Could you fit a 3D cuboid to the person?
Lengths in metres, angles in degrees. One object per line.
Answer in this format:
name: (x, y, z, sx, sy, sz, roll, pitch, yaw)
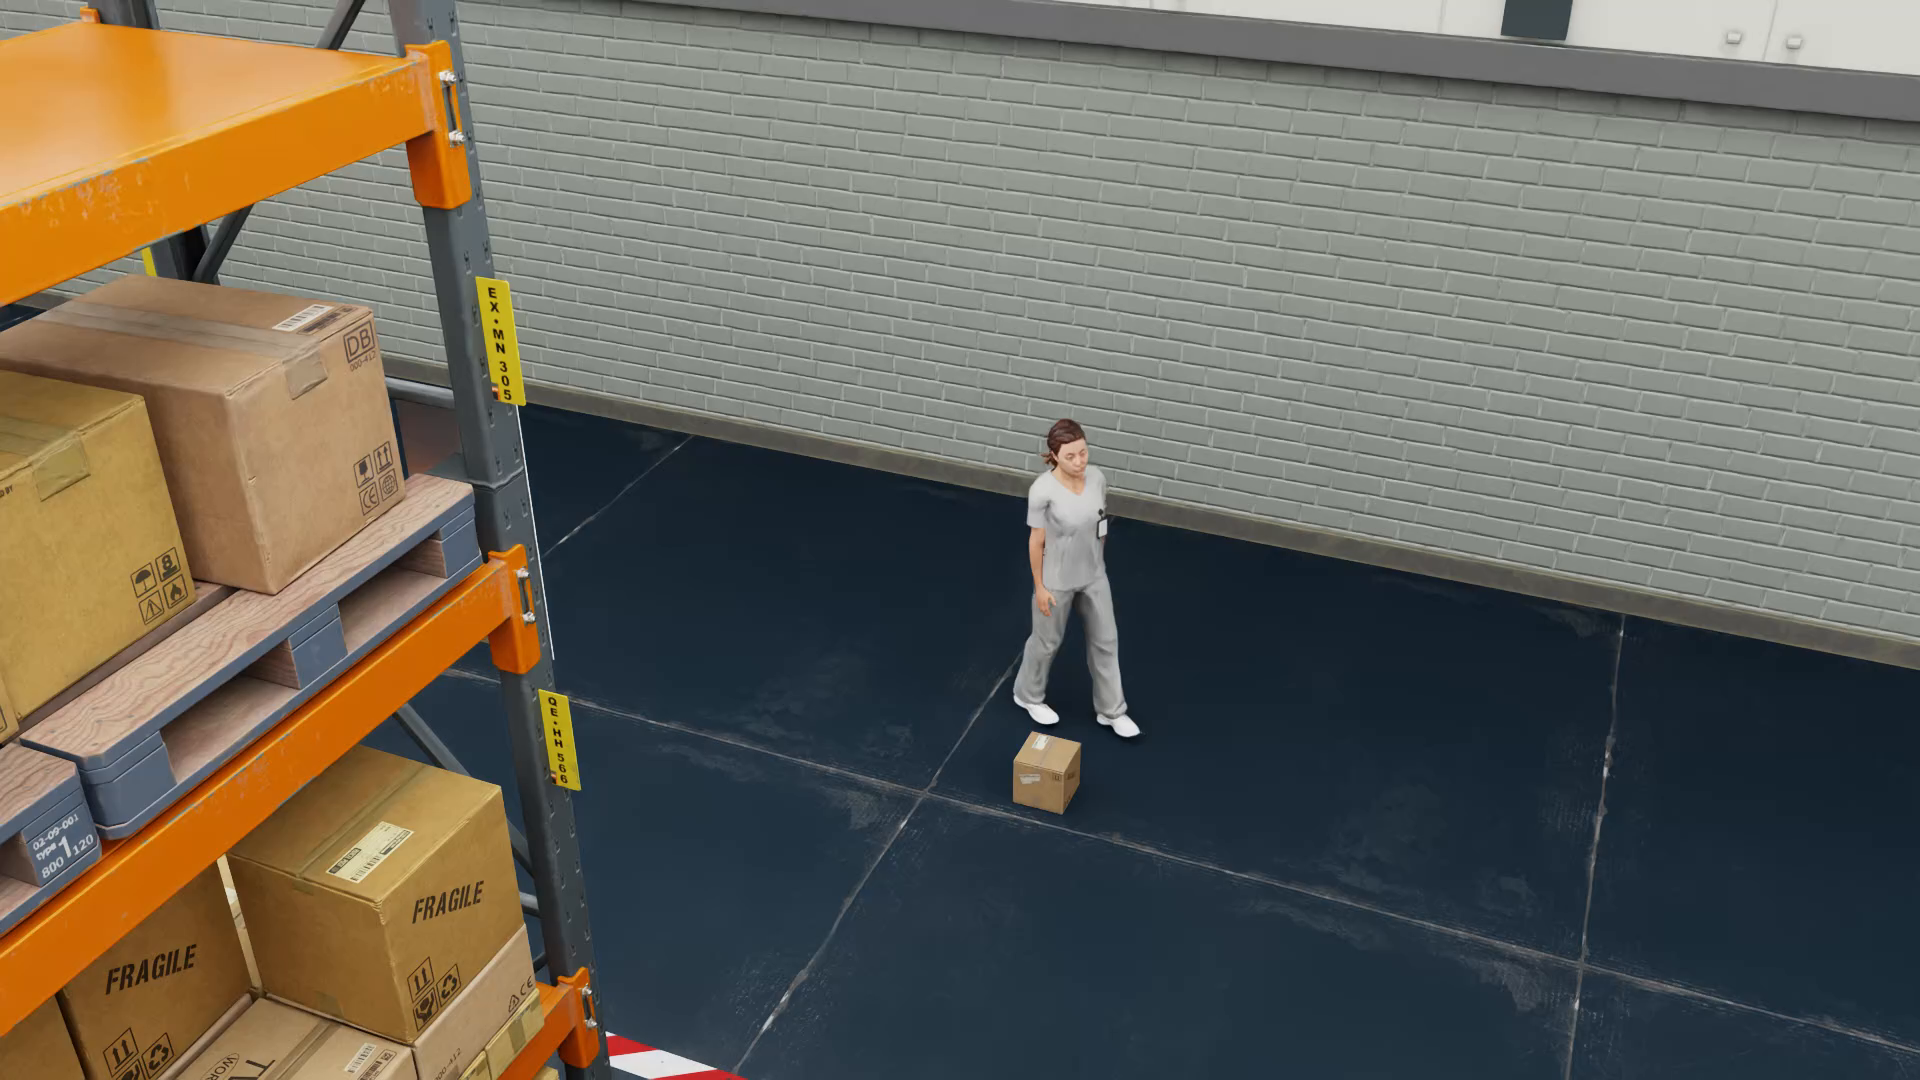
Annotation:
person: (0.570, 0.208, 8.010, 0.466, 1.666, 0.641, -15, 33, -24)
